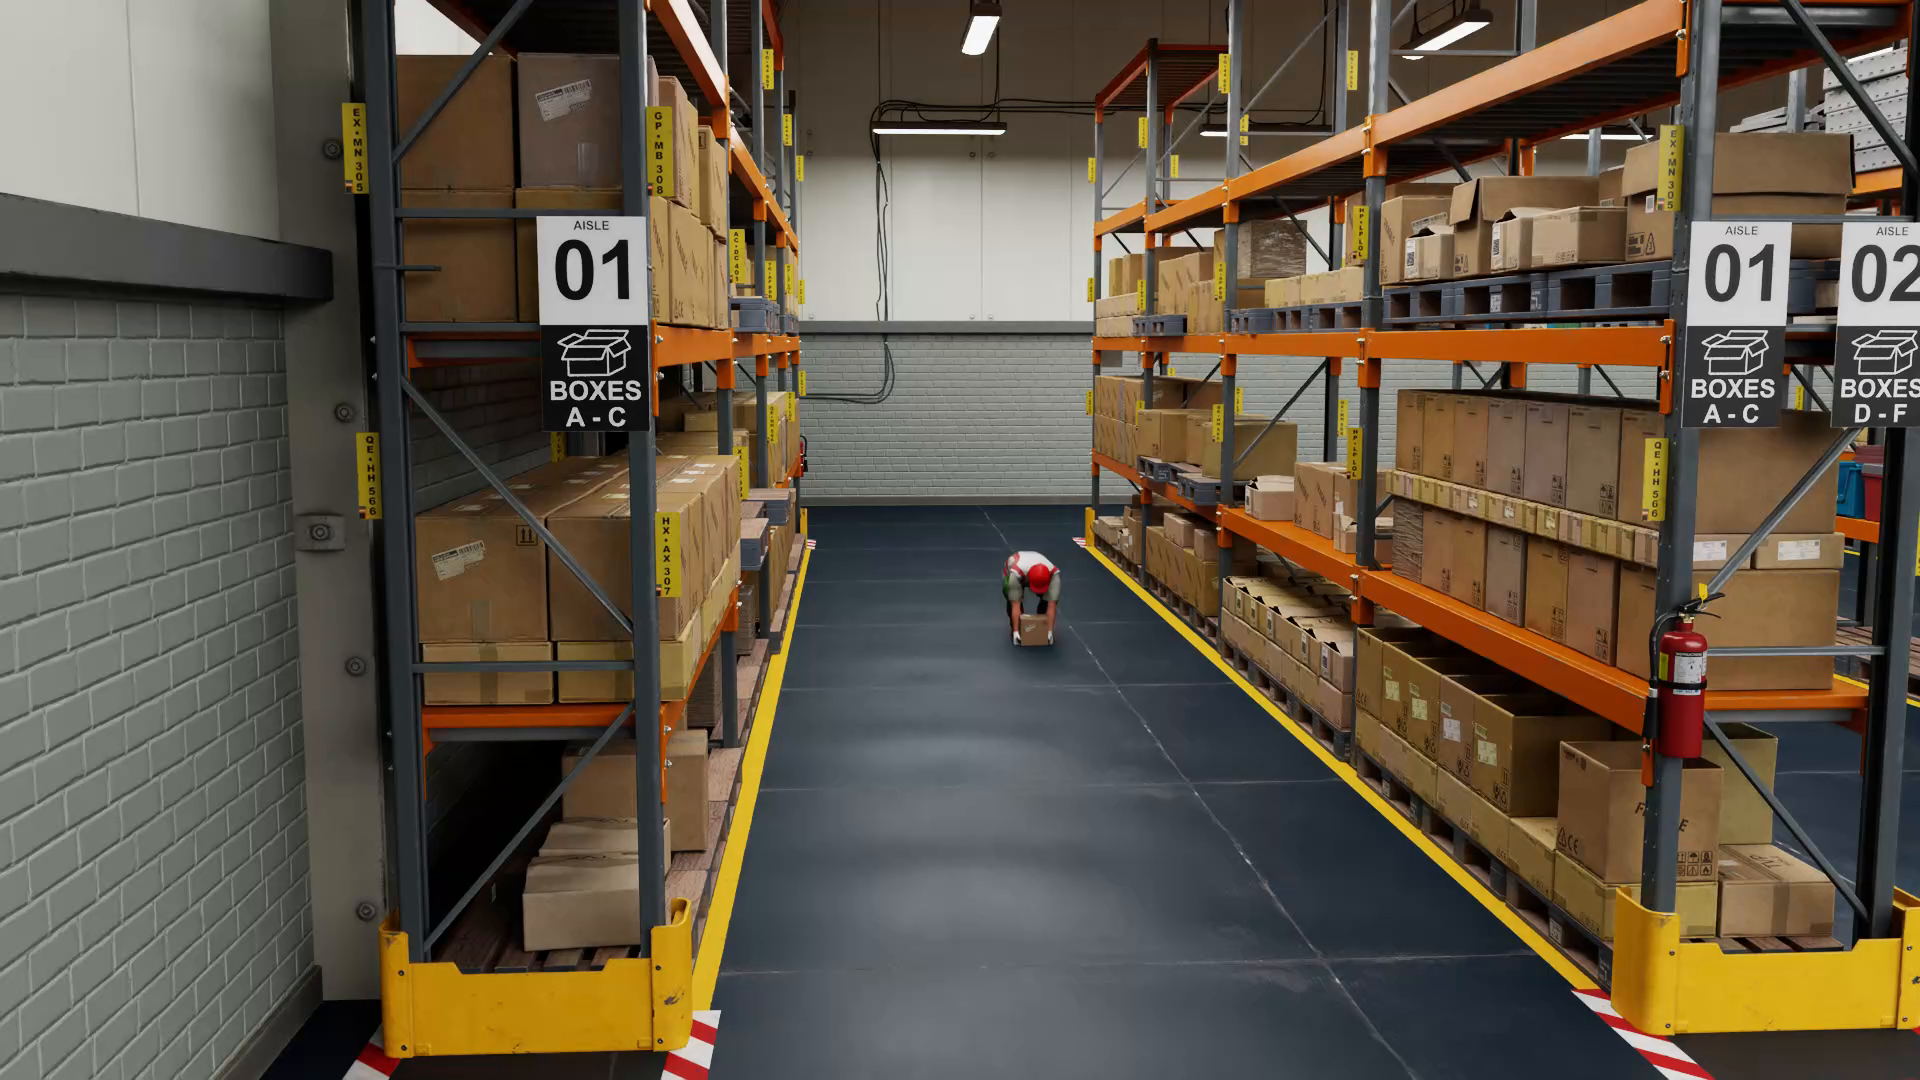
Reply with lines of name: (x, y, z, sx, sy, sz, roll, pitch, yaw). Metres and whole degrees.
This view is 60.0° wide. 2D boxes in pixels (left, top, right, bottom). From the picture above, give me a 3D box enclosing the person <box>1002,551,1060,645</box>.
person: (0.661, 0.534, 15.461, 0.521, 0.821, 0.964, -1, 7, -5)
